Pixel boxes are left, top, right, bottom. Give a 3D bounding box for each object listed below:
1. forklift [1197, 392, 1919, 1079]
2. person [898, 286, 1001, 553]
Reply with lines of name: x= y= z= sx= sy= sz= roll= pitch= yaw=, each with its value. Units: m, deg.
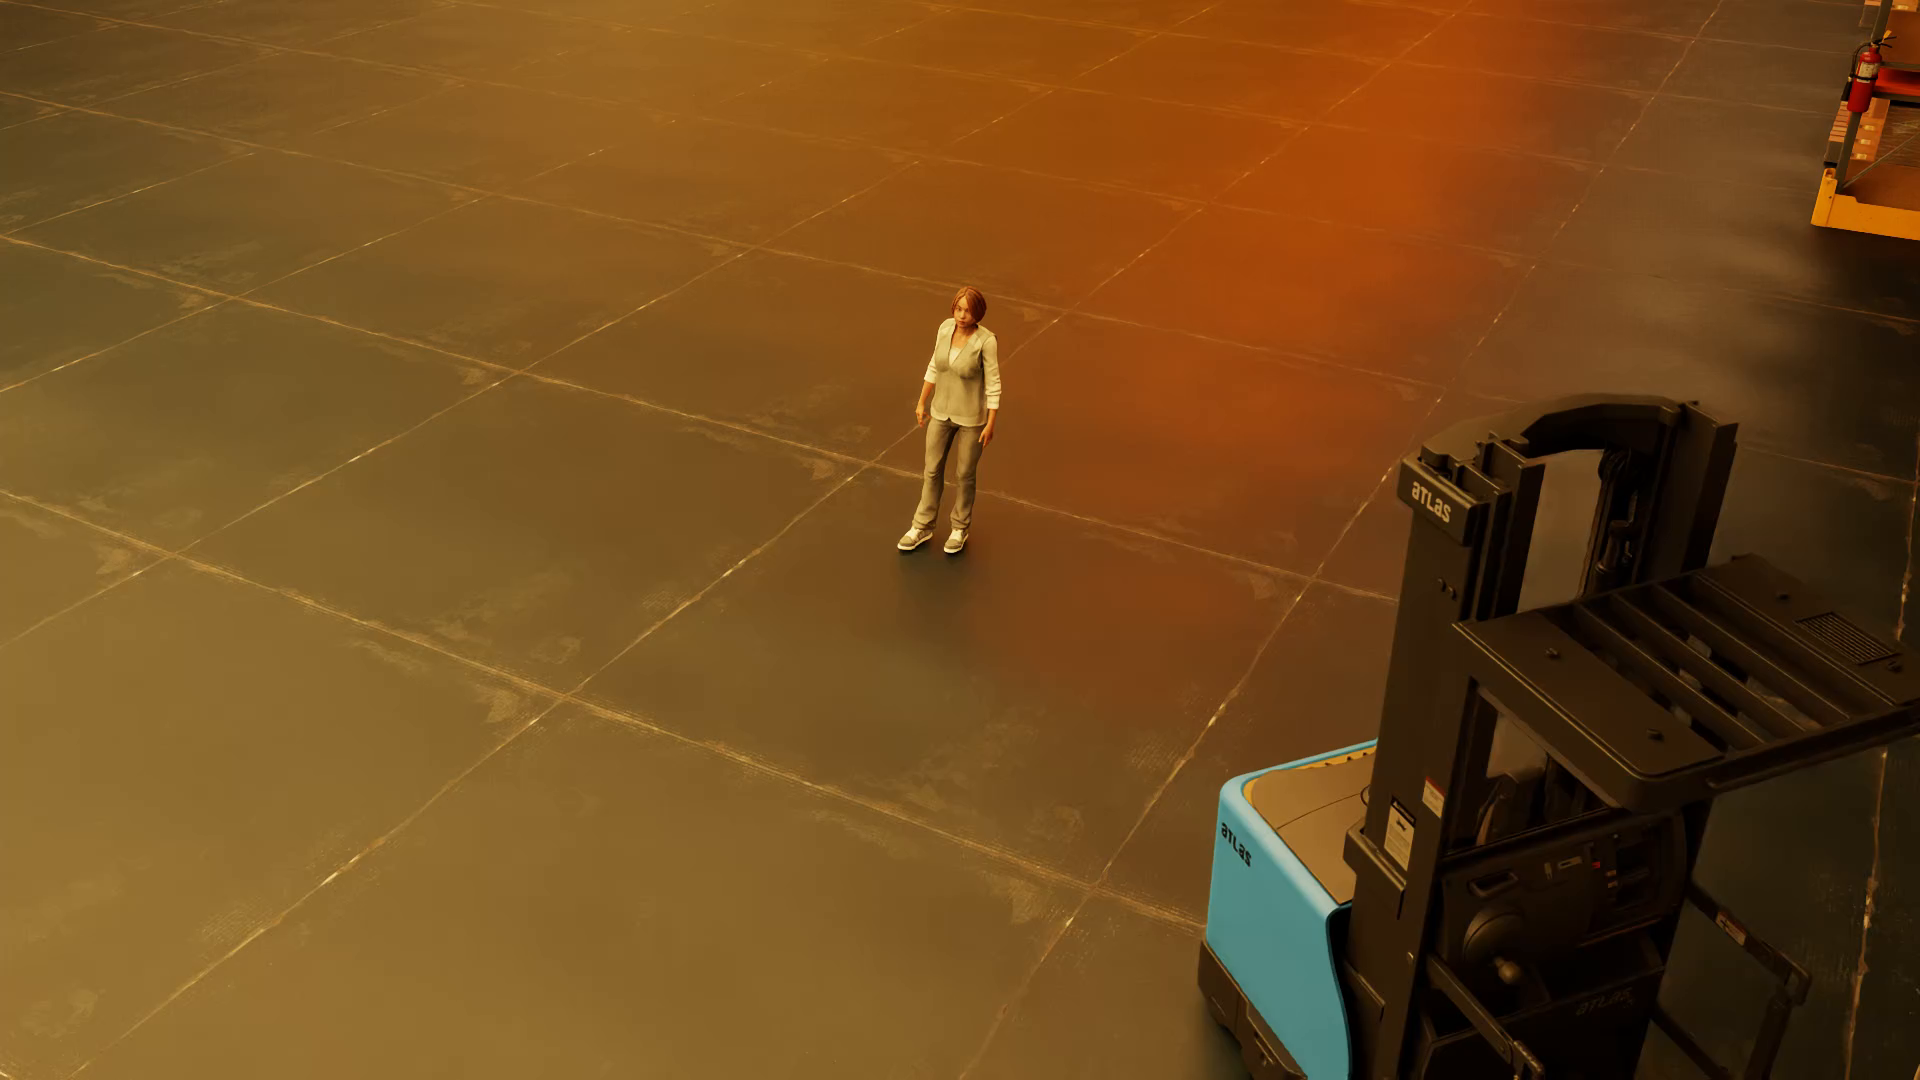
forklift: x=1.983 y=1.162 z=5.058 sx=1.130 sy=2.935 sz=3.031 roll=-11 pitch=32 yaw=-19
person: x=-0.049 y=-0.669 z=9.549 sx=0.520 sy=1.599 sz=0.473 roll=15 pitch=33 yaw=25
